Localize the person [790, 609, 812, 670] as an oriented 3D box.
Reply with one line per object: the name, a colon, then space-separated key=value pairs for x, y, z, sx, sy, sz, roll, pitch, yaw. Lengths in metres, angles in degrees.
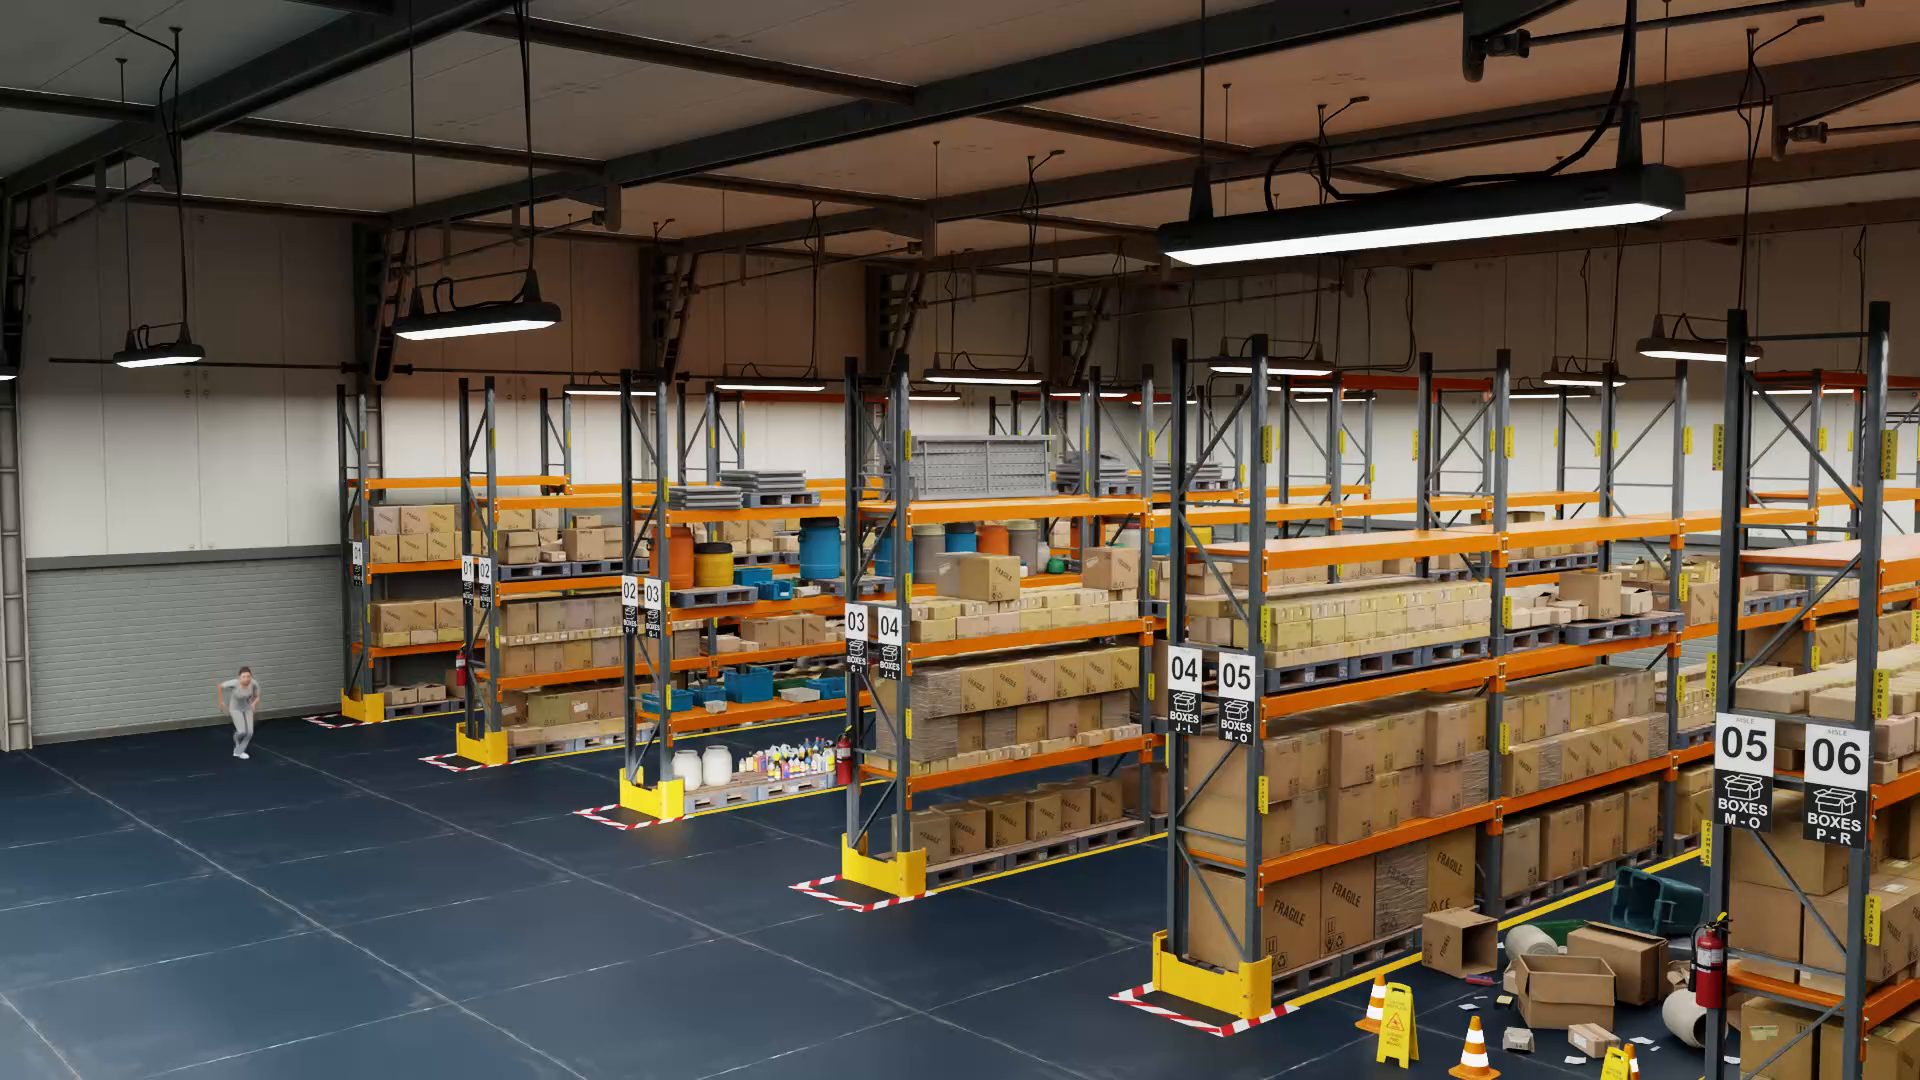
person: x=-3.104 y=2.151 z=32.863 sx=0.669 sy=1.752 sz=0.999 roll=3 pitch=5 yaw=35

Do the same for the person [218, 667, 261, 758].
person: x=-11.276 y=2.711 z=26.031 sx=0.592 sy=1.500 sz=0.793 roll=-3 pitch=5 yaw=-36
